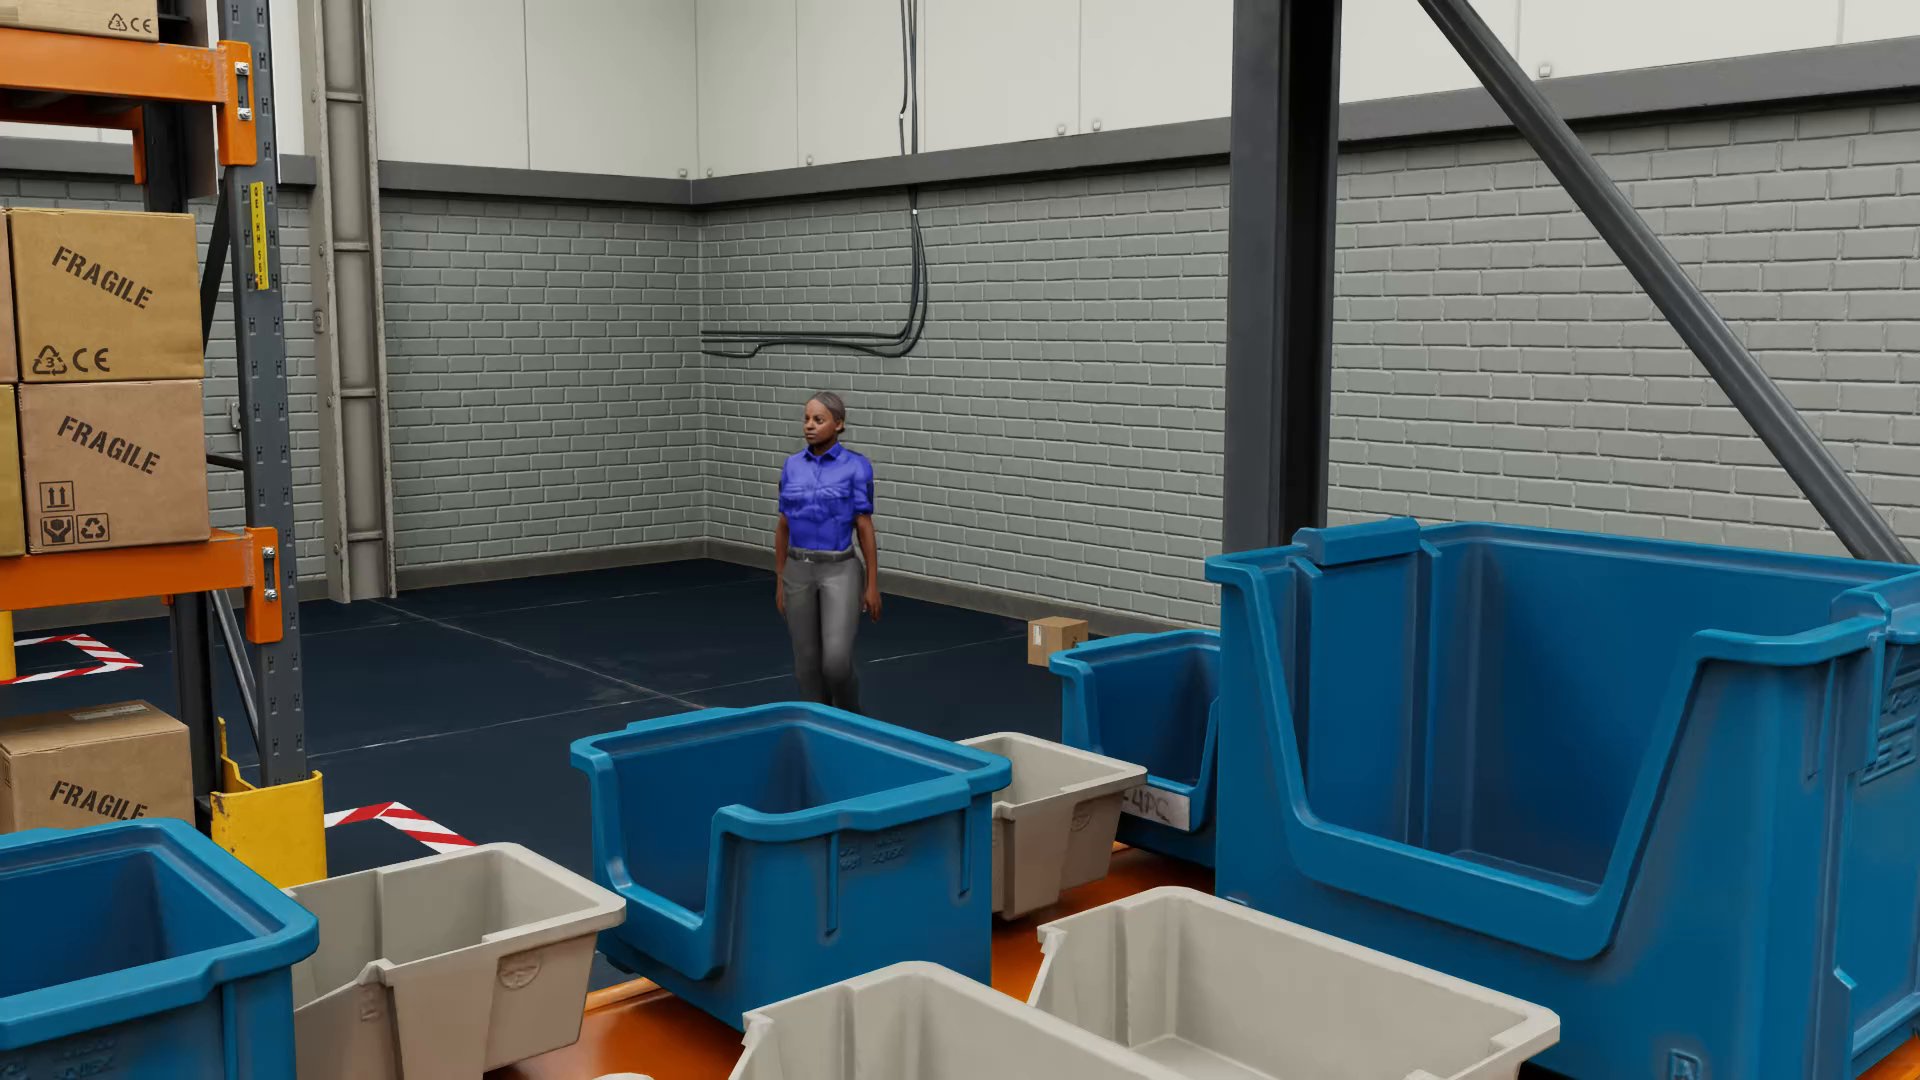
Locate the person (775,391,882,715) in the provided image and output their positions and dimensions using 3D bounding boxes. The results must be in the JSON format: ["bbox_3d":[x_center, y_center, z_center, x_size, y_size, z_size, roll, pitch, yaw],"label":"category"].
[{"bbox_3d":[-0.599,0.203,7.129,0.481,1.673,0.417,3,8,21],"label":"person"}]
